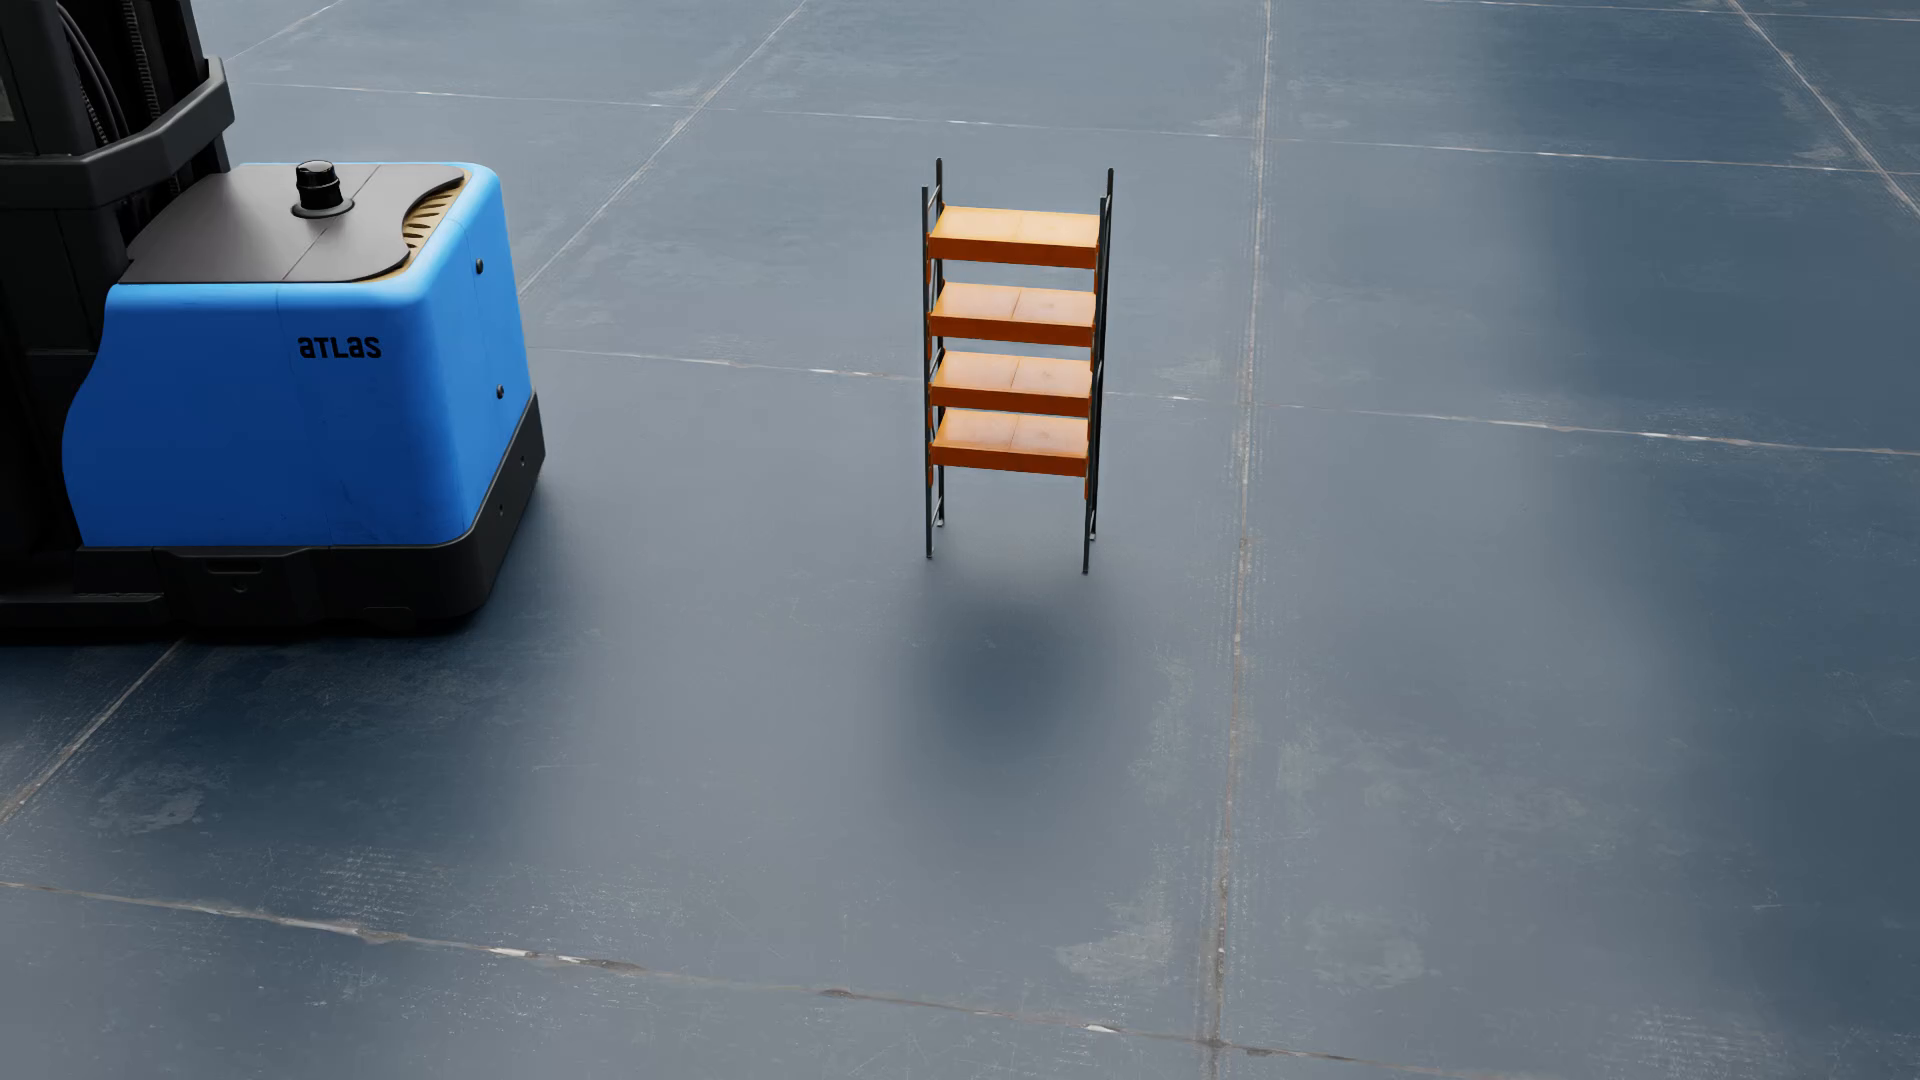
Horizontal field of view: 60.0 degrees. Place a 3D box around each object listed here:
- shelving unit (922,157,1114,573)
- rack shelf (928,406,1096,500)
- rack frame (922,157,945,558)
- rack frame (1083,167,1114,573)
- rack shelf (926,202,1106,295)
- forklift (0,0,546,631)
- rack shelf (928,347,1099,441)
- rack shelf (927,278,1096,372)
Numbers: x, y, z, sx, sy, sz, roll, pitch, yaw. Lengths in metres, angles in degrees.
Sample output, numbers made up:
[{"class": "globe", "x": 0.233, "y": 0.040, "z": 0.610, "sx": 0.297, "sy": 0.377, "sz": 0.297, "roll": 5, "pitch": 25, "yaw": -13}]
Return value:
[{"class": "shelving unit", "x": 0.163, "y": -0.494, "z": 4.908, "sx": 0.503, "sy": 1.200, "sz": 0.258, "roll": 5, "pitch": 32, "yaw": 8}, {"class": "rack shelf", "x": 0.163, "y": -0.268, "z": 5.049, "sx": 0.480, "sy": 0.148, "sz": 0.258, "roll": 5, "pitch": 32, "yaw": 8}, {"class": "rack frame", "x": -0.077, "y": -0.516, "z": 4.943, "sx": 0.015, "sy": 1.200, "sz": 0.240, "roll": 5, "pitch": 32, "yaw": 8}, {"class": "rack frame", "x": 0.404, "y": -0.472, "z": 4.873, "sx": 0.015, "sy": 1.200, "sz": 0.240, "roll": 5, "pitch": 32, "yaw": 8}, {"class": "rack shelf", "x": 0.163, "y": -0.827, "z": 4.700, "sx": 0.480, "sy": 0.148, "sz": 0.258, "roll": 5, "pitch": 32, "yaw": 8}, {"class": "forklift", "x": -2.897, "y": -1.228, "z": 4.450, "sx": 3.031, "sy": 2.935, "sz": 1.130, "roll": 0, "pitch": 32, "yaw": 0}, {"class": "rack shelf", "x": 0.163, "y": -0.437, "z": 4.944, "sx": 0.480, "sy": 0.148, "sz": 0.258, "roll": 5, "pitch": 32, "yaw": 8}, {"class": "rack shelf", "x": 0.163, "y": -0.626, "z": 4.825, "sx": 0.480, "sy": 0.148, "sz": 0.258, "roll": 5, "pitch": 32, "yaw": 8}]
